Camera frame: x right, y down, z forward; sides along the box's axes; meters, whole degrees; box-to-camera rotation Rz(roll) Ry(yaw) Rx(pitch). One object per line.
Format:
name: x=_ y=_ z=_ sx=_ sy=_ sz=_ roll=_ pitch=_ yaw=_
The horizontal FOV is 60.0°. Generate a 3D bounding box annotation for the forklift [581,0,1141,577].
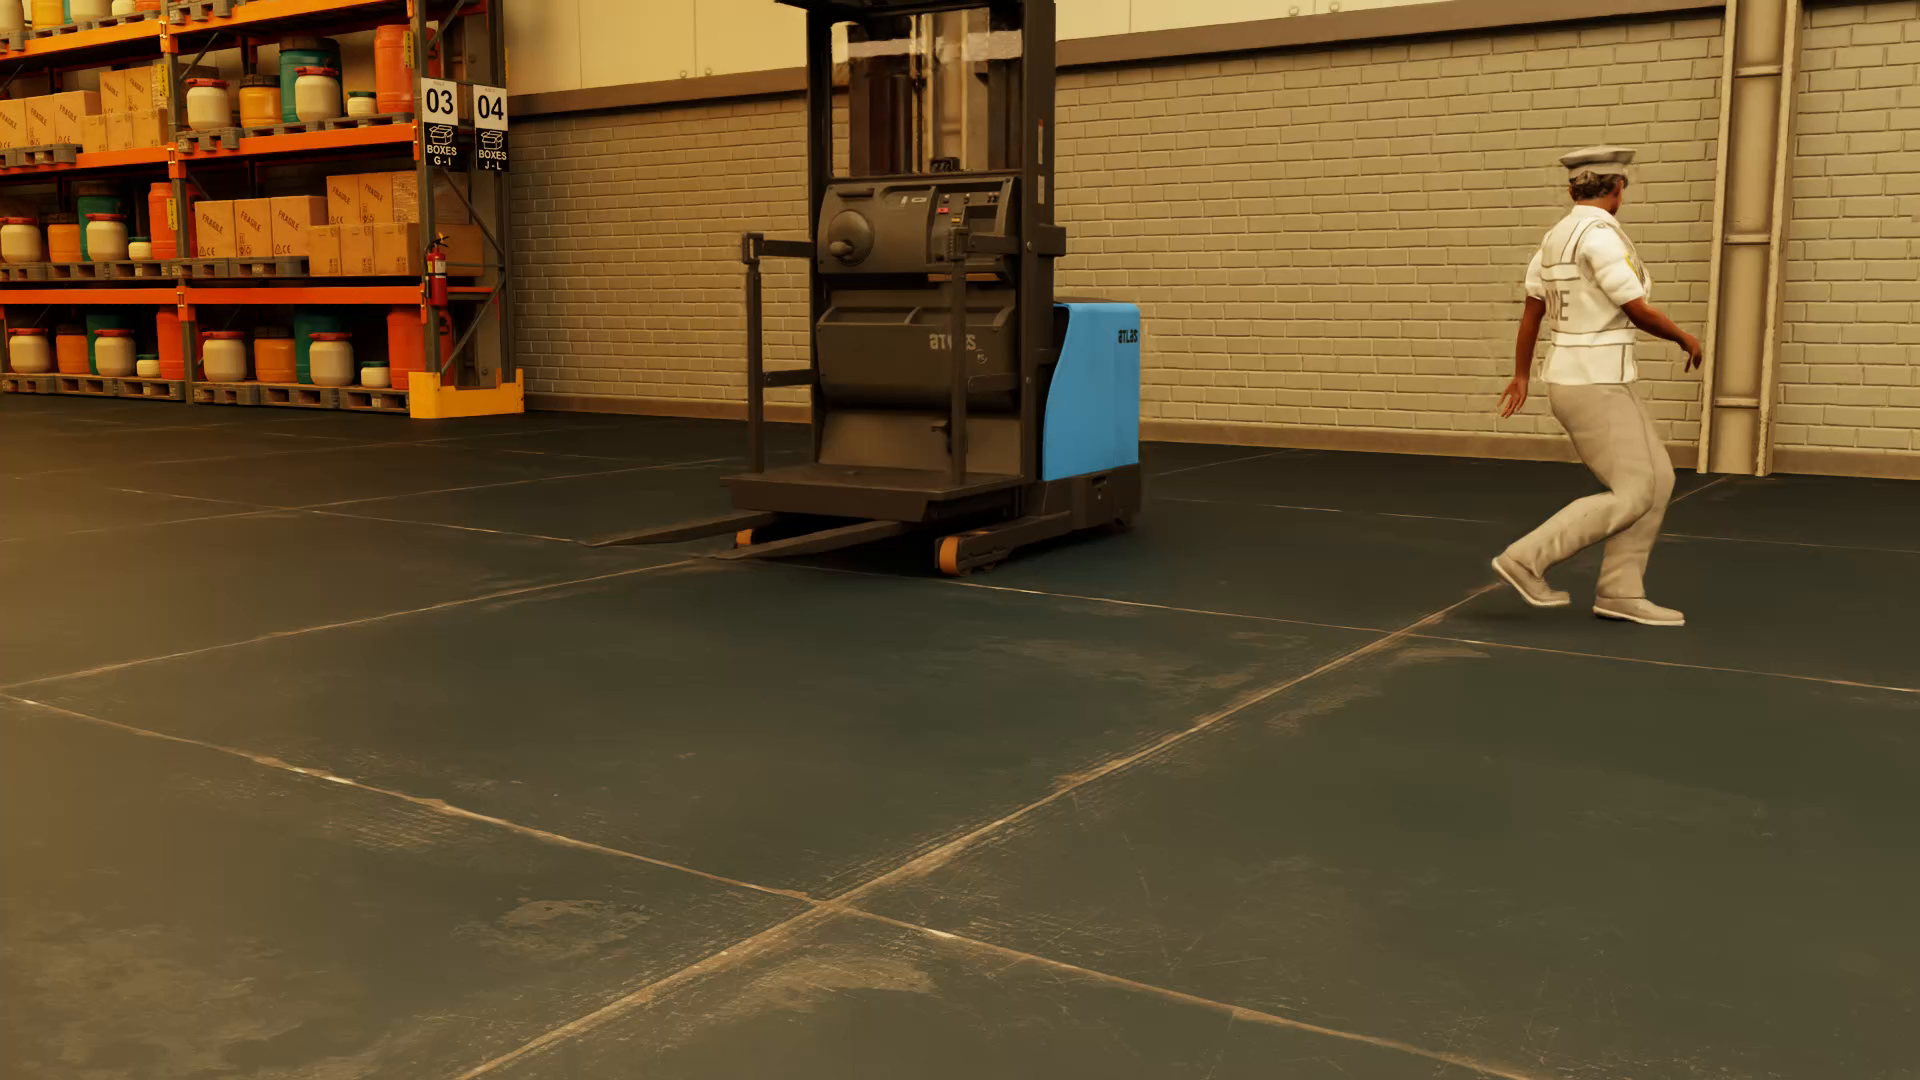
forklift: x=-0.301 y=-1.376 z=6.867 sx=1.130 sy=2.935 sz=3.031 roll=5 pitch=9 yaw=30

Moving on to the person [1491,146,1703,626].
person: x=2.158 y=-0.517 z=5.629 sx=0.643 sy=1.599 sz=0.569 roll=3 pitch=8 yaw=18
